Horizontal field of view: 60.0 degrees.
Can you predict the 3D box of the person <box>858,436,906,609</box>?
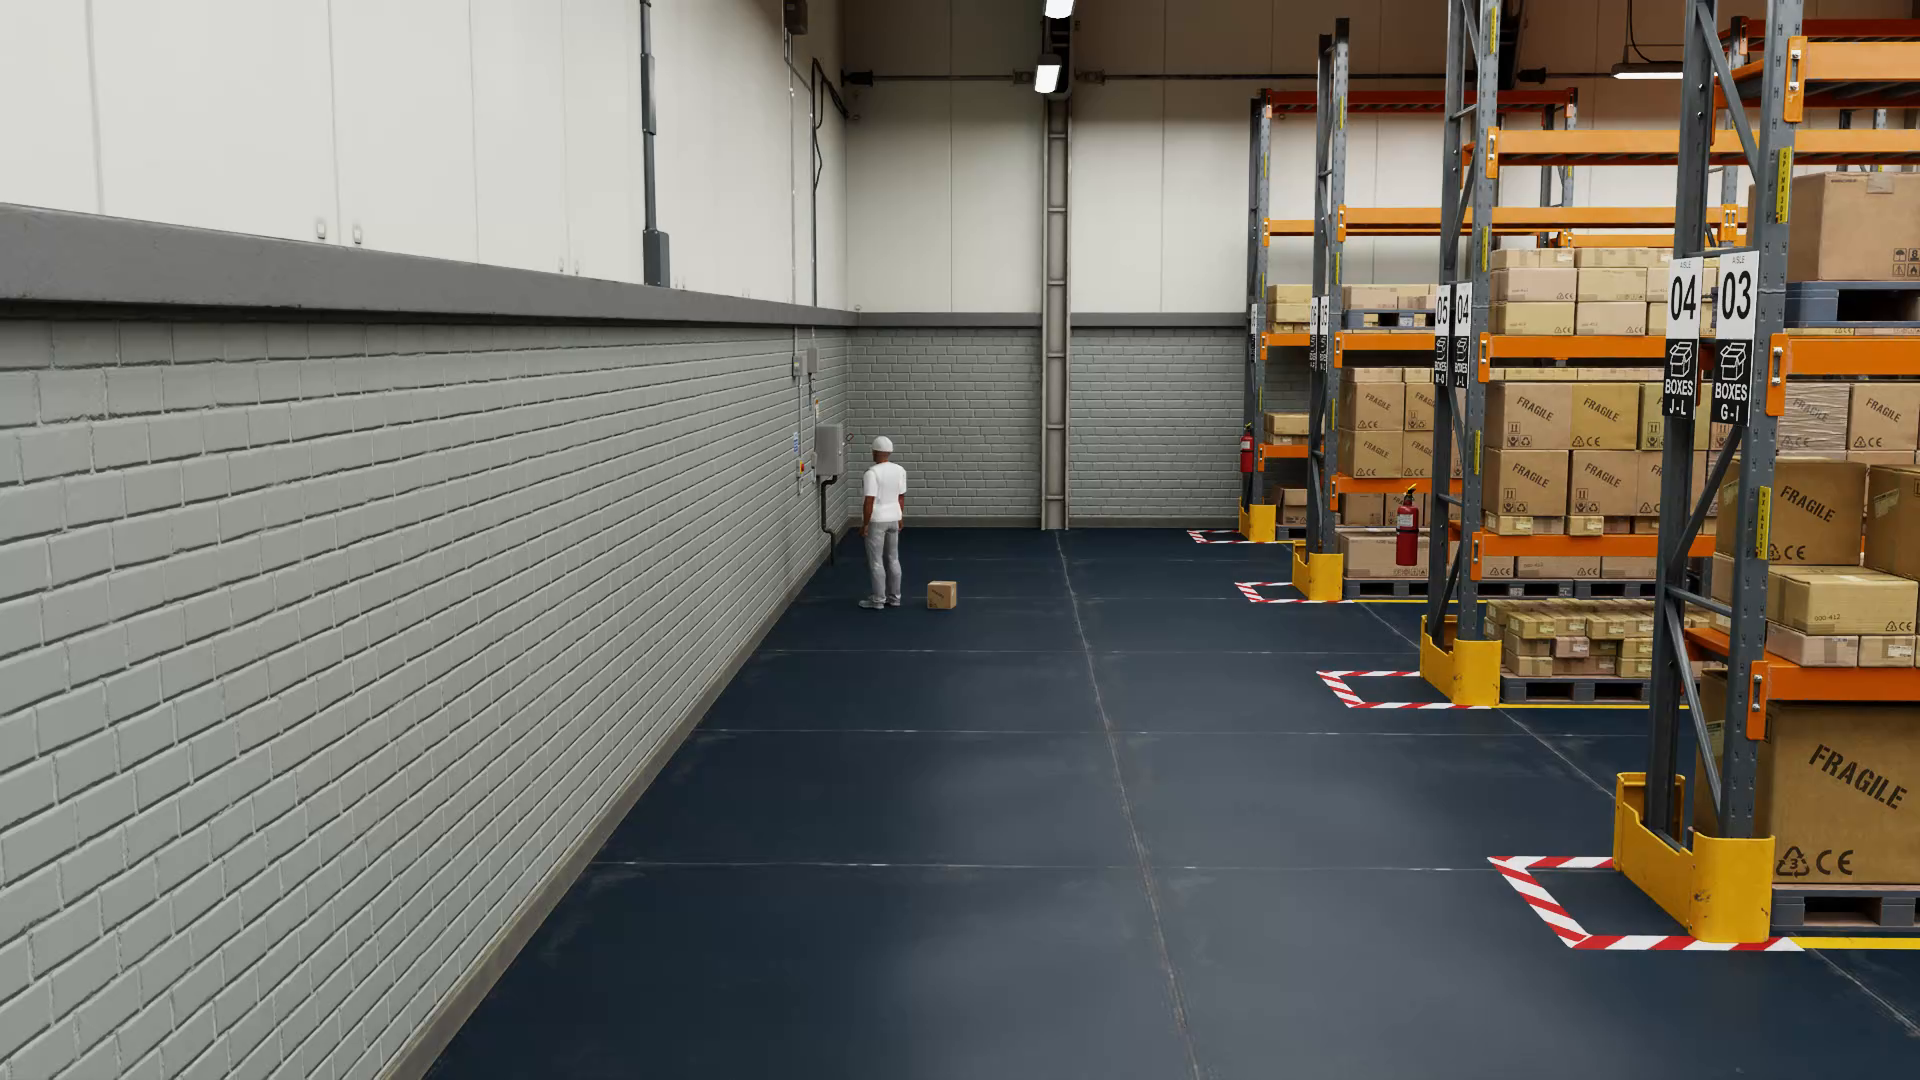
[{"bbox_3d":[-0.821,-0.183,17.114,0.386,1.770,0.545,7,10,44],"label":"person"}]
